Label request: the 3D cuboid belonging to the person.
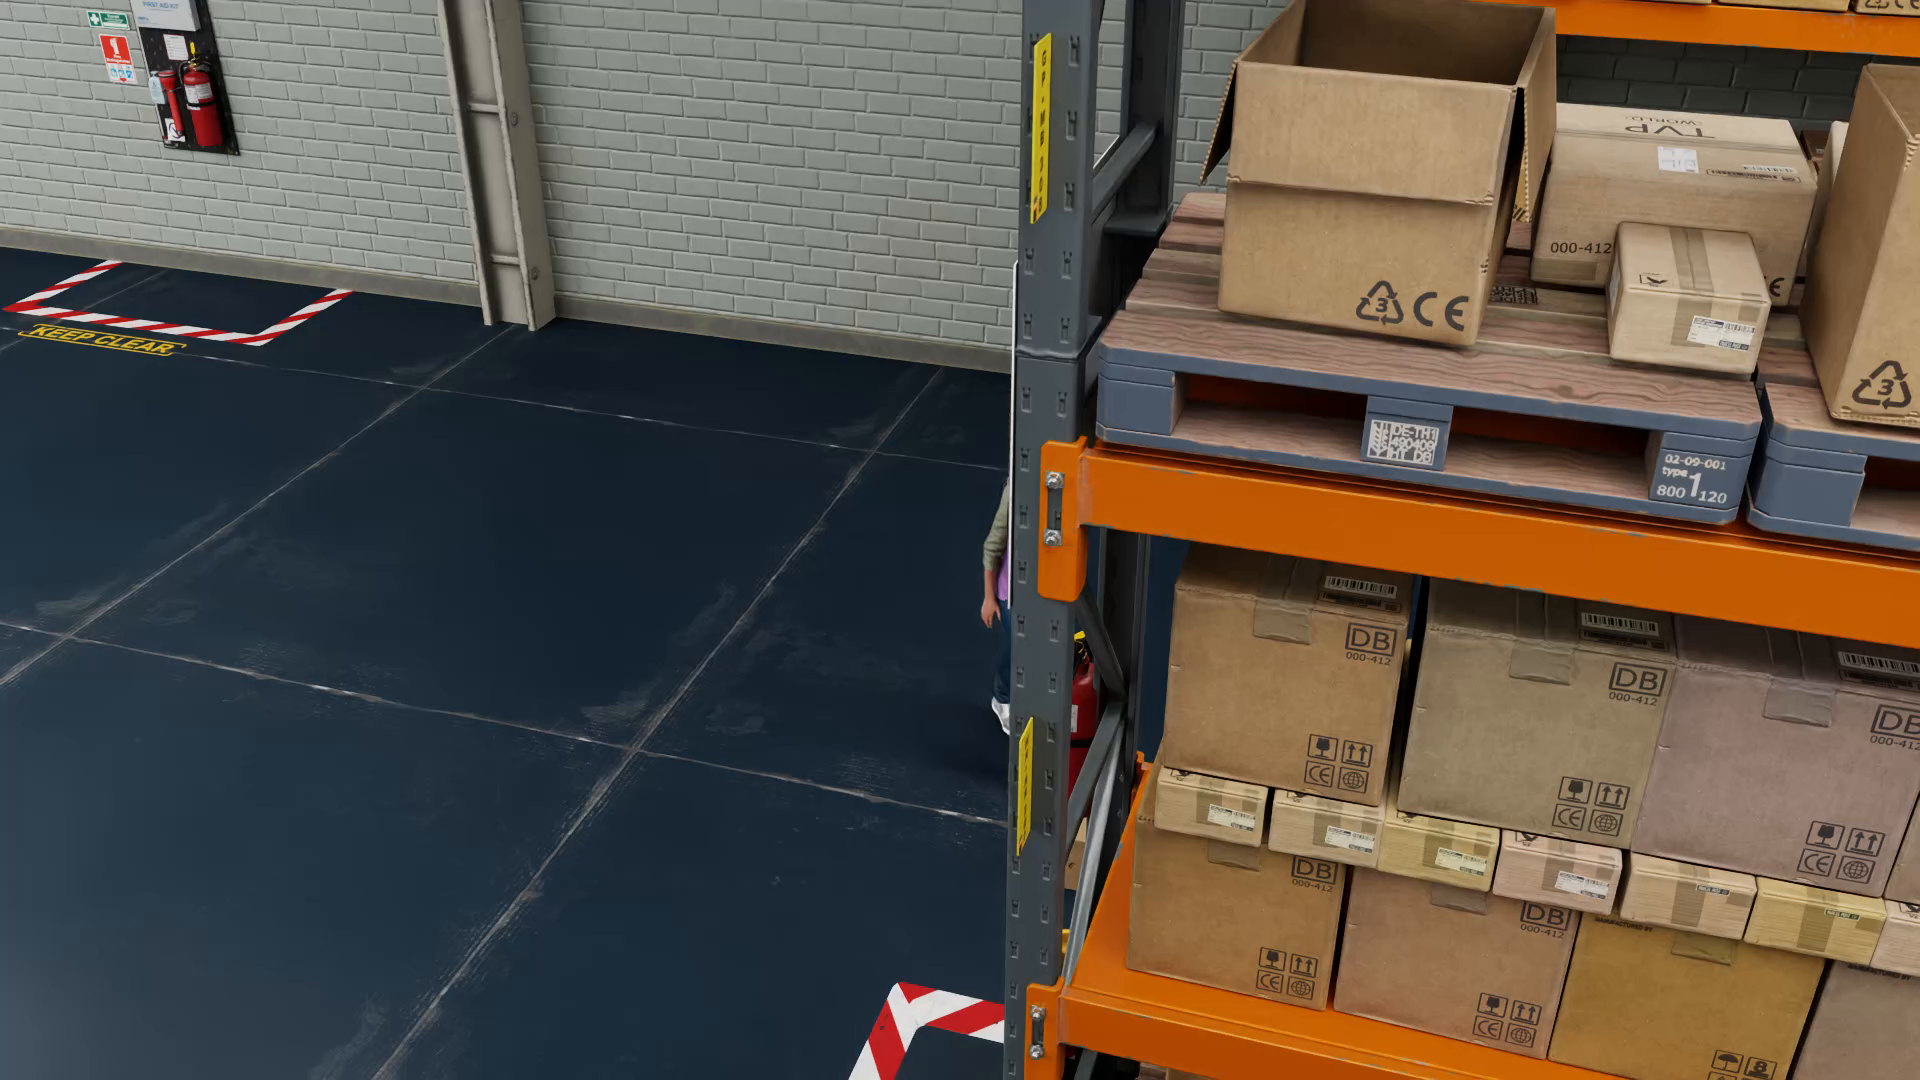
[{"bbox_3d":[0.319,0.236,6.728,0.405,1.582,0.786,-20,35,-31],"label":"person"}]
